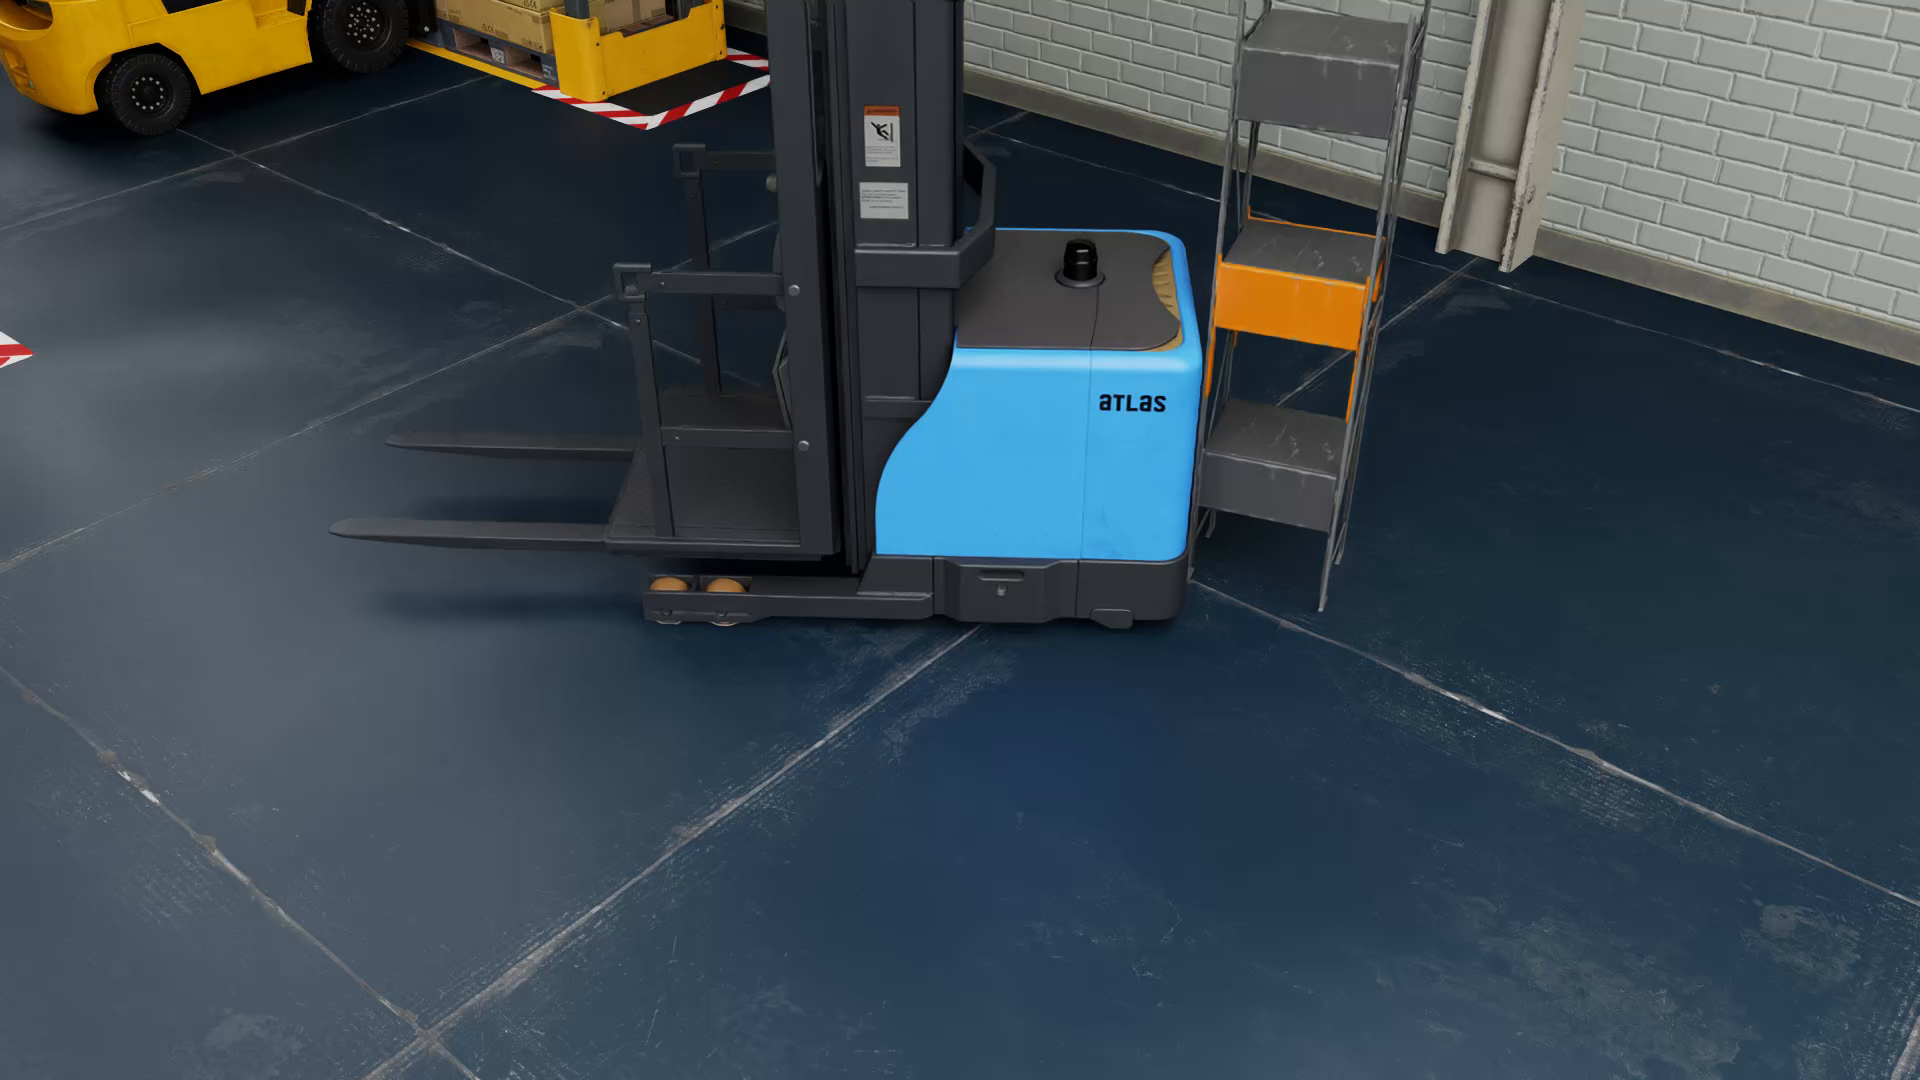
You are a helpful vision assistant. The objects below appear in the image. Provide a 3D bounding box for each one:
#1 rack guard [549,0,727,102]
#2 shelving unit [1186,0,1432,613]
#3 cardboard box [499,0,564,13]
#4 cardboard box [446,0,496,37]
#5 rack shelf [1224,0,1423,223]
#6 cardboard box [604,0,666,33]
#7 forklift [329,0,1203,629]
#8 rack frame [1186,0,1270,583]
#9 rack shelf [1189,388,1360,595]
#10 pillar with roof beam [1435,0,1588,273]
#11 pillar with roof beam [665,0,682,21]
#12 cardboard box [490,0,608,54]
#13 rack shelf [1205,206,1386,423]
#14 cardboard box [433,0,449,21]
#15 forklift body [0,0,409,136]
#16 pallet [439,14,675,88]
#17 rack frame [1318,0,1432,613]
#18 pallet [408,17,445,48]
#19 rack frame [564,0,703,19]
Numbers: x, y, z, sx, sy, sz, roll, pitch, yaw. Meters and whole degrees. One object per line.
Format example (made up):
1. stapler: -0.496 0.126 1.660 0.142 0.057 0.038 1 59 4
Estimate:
1. rack guard: -1.997 -3.175 10.432 0.348 0.500 1.175 25 42 32
2. shelving unit: 1.119 -0.765 5.509 0.503 2.100 0.431 12 36 17
3. cardboard box: -2.589 -3.500 10.313 0.500 0.250 0.500 25 41 31
4. cardboard box: -2.954 -3.471 10.712 0.500 0.250 0.500 25 42 32
5. rack shelf: 1.120 -1.331 5.121 0.480 0.518 0.431 12 36 17
6. cardboard box: -2.267 -3.517 10.779 0.500 0.250 0.500 25 42 32
7. forklift: -0.714 -1.204 5.414 3.031 2.935 1.130 1 35 2
8. rack frame: 0.892 -0.816 5.582 0.015 2.100 0.400 12 36 17
9. rack shelf: 1.119 -0.177 5.914 0.480 0.518 0.431 12 36 17
10. pillar with roof beam: -0.117 -3.285 3.085 0.400 9.000 9.100 25 42 32
11. pillar with roof beam: -4.728 -5.459 6.249 0.400 9.000 9.100 25 42 32
12. cardboard box: -2.578 -3.287 10.444 0.500 0.250 0.500 26 42 32
13. rack shelf: 1.119 -0.754 5.517 0.480 0.518 0.431 12 36 17
14. cardboard box: -3.333 -3.656 10.982 0.500 0.250 0.500 26 42 32
15. forklift body: -4.640 -3.757 9.821 1.214 2.155 2.313 25 42 32
16. pallet: -2.630 -3.324 10.903 1.213 0.211 1.003 25 42 32
17. rack frame: 1.347 -0.715 5.436 0.015 2.100 0.400 12 36 17
18. pallet: -3.563 -3.766 11.547 1.213 0.211 1.003 25 42 32
19. rack frame: -2.015 -4.214 9.737 0.127 3.000 1.000 25 42 32
